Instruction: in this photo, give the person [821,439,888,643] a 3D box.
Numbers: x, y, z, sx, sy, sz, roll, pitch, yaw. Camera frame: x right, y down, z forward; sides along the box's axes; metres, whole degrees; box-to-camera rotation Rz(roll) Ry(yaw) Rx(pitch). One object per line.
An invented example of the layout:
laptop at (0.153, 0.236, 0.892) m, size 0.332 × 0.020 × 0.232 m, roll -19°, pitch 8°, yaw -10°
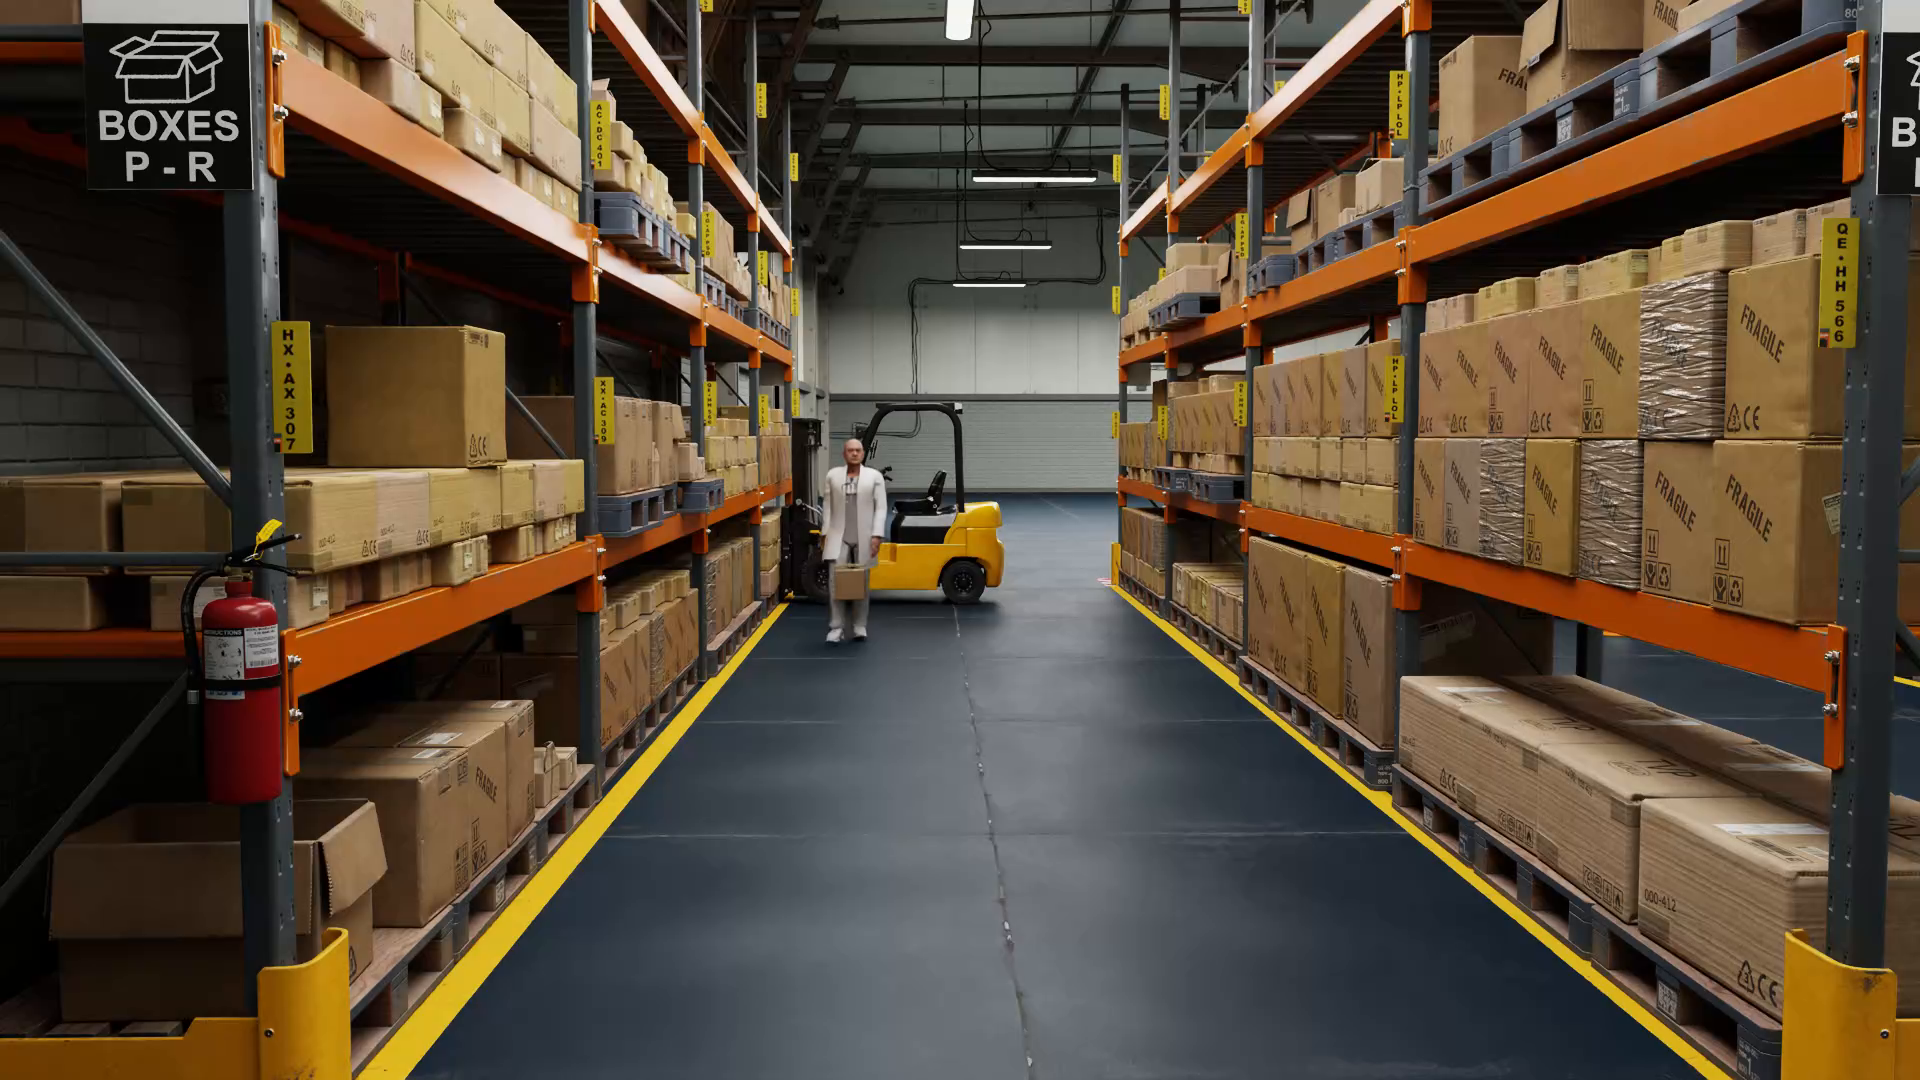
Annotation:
person at (-0.924, -0.003, 14.487) m, size 0.588 × 1.755 × 0.855 m, roll 0°, pitch 4°, yaw -2°
